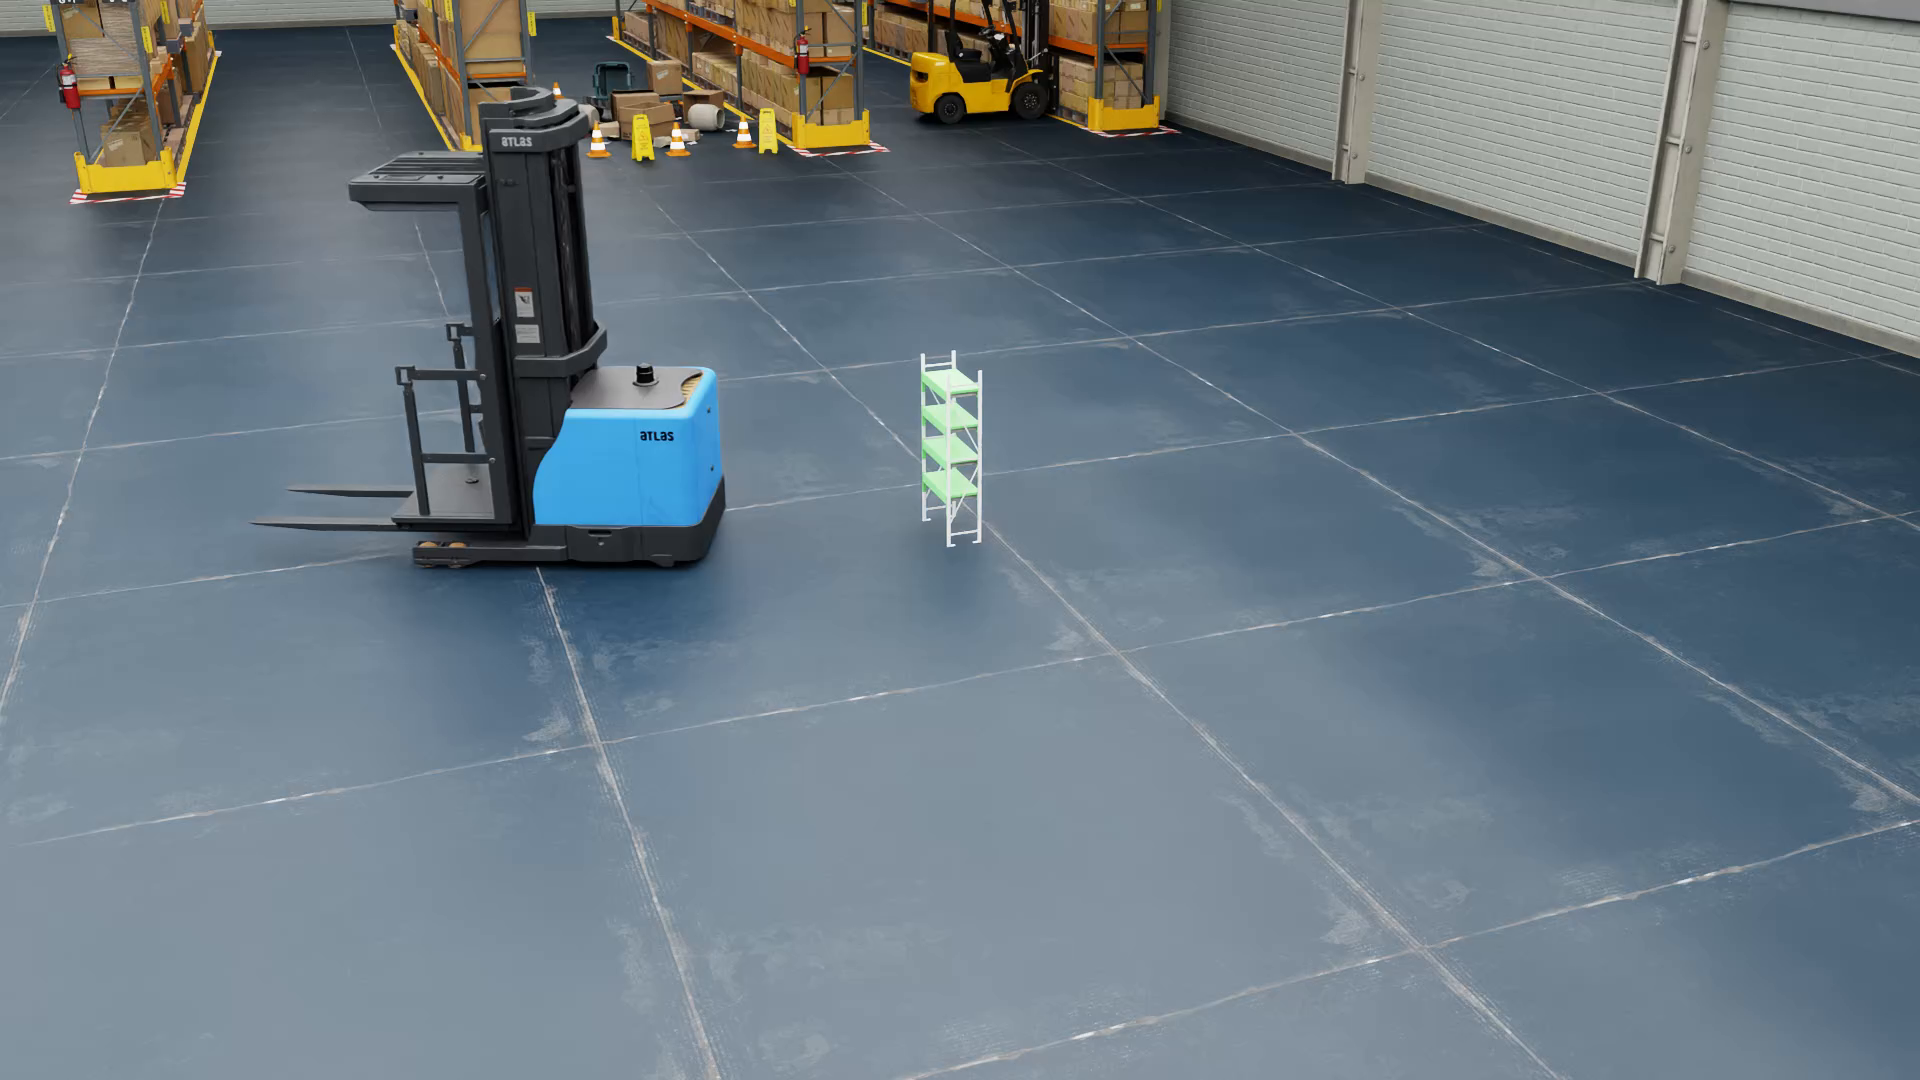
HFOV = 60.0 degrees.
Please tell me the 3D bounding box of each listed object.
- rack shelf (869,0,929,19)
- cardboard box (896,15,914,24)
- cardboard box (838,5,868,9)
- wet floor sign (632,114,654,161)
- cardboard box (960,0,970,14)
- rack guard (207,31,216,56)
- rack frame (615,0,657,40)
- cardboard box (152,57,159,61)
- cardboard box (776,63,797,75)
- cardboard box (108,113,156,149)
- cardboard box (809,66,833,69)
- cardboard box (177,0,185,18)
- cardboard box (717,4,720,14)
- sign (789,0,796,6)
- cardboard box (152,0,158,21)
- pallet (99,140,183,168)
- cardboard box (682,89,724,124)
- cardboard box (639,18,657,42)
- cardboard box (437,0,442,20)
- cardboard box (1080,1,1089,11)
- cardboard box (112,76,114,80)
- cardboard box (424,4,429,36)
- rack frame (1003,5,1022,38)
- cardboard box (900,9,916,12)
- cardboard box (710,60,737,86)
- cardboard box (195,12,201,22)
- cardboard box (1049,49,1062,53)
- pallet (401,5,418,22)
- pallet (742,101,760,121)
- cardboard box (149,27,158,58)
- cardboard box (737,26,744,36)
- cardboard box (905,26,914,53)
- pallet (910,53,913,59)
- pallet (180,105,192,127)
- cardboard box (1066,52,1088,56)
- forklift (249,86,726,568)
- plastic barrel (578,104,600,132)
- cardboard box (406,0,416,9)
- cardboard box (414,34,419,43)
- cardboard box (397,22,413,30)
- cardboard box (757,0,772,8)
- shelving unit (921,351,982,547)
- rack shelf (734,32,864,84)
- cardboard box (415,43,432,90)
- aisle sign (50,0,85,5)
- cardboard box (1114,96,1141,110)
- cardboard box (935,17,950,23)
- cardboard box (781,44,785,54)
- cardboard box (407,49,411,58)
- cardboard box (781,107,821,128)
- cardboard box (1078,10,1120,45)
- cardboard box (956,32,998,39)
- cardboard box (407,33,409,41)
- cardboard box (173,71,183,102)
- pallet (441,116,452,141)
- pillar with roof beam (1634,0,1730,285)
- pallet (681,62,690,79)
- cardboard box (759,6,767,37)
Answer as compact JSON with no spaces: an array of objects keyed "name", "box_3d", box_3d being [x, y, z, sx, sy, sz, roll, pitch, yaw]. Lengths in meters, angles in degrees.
[{"name":"rack shelf","box_3d":[-0.856,-11.471,35.530,1.077,0.370,4.000,-8,24,-19]},{"name":"cardboard box","box_3d":[-1.165,-11.237,35.891,0.380,0.149,0.250,-7,24,-17]},{"name":"cardboard box","box_3d":[-2.582,-12.473,39.659,0.700,0.500,0.500,-7,24,-17]},{"name":"wet floor sign","box_3d":[-4.698,-5.947,24.529,0.267,0.644,0.232,-13,26,-28]},{"name":"cardboard box","box_3d":[0.322,-10.253,31.908,0.500,0.250,0.500,-8,24,-17]},{"name":"rack guard","box_3d":[-16.897,-10.797,36.224,1.175,0.500,0.348,-8,24,-19]},{"name":"rack frame","box_3d":[-7.618,-13.300,38.944,1.000,3.000,0.127,-8,24,-19]},{"name":"cardboard box","box_3d":[-11.782,-6.880,24.034,0.380,0.149,0.250,-8,24,-19]},{"name":"cardboard box","box_3d":[-2.685,-7.437,26.231,0.380,0.149,0.250,-8,24,-17]},{"name":"cardboard box","box_3d":[-11.888,-5.840,23.922,0.500,0.500,0.500,-6,24,-14]},{"name":"cardboard box","box_3d":[-2.359,-7.471,27.147,0.500,0.500,0.500,-8,24,-18]},{"name":"cardboard box","box_3d":[-13.980,-9.294,29.309,0.500,0.500,0.500,-8,24,-17]},{"name":"cardboard box","box_3d":[-4.113,-9.446,29.582,0.380,0.149,0.250,-8,24,-19]},{"name":"sign","box_3d":[-2.492,-8.097,24.701,0.100,0.325,0.005,-8,24,-19]},{"name":"cardboard box","box_3d":[-11.879,-7.735,23.941,0.500,0.500,0.500,-8,24,-19]},{"name":"pallet","box_3d":[-11.944,-5.612,24.293,1.003,0.211,1.213,-8,24,-19]},{"name":"cardboard box","box_3d":[-4.273,-7.213,27.717,0.500,0.500,0.500,8,24,18]},{"name":"cardboard box","box_3d":[-6.643,-11.428,37.259,0.875,0.438,0.875,-9,25,-21]},{"name":"cardboard box","box_3d":[-7.510,-8.253,25.385,0.875,0.550,0.550,-8,24,-19]},{"name":"cardboard box","box_3d":[2.174,-8.690,27.042,0.380,0.149,0.250,-8,24,-18]},{"name":"cardboard box","box_3d":[-11.828,-6.354,22.787,0.380,0.149,0.250,-8,24,-19]},{"name":"cardboard box","box_3d":[-8.765,-8.790,28.115,0.500,0.500,0.500,-8,24,-18]},{"name":"rack frame","box_3d":[1.264,-9.622,30.218,1.000,3.000,0.127,-8,24,-19]},{"name":"cardboard box","box_3d":[-1.162,-11.775,37.169,0.380,0.149,0.250,-9,25,-21]},{"name":"cardboard box","box_3d":[-4.070,-8.626,30.696,0.950,0.372,0.625,-8,24,-17]},{"name":"cardboard box","box_3d":[-15.952,-10.279,33.971,0.875,0.875,0.875,-8,24,-19]},{"name":"cardboard box","box_3d":[1.499,-8.424,29.087,0.500,0.250,0.500,-7,24,-17]},{"name":"pallet","box_3d":[-9.738,-9.833,30.965,1.213,0.211,1.003,-8,24,-19]},{"name":"pallet","box_3d":[-3.108,-7.416,28.573,1.003,0.211,1.213,-8,24,-19]},{"name":"cardboard box","box_3d":[-12.134,-7.237,24.047,0.875,0.500,0.500,-8,24,-19]},{"name":"cardboard box","box_3d":[-3.567,-8.666,28.271,0.380,0.149,0.250,-8,24,-19]},{"name":"cardboard box","box_3d":[-0.854,-10.615,35.250,0.500,0.500,0.500,-7,24,-17]},{"name":"pallet","box_3d":[-0.378,-10.067,34.863,1.003,0.211,1.213,-8,24,-19]},{"name":"pallet","box_3d":[-13.361,-7.022,27.638,1.003,0.211,1.213,-8,24,-19]},{"name":"cardboard box","box_3d":[2.163,-8.308,28.812,0.500,0.250,0.500,-9,24,-20]},{"name":"forklift","box_3d":[-3.163,-1.370,10.728,3.031,2.935,1.130,1,23,2]},{"name":"plastic barrel","box_3d":[-6.138,-6.835,26.922,0.512,0.421,0.421,8,24,18]},{"name":"cardboard box","box_3d":[-9.991,-9.871,30.591,0.380,0.149,0.250,-8,24,-18]},{"name":"cardboard box","box_3d":[-10.062,-9.459,31.543,0.500,0.250,0.500,-8,24,-18]},{"name":"cardboard box","box_3d":[-12.166,-11.308,36.582,0.380,0.149,0.250,-8,24,-19]},{"name":"cardboard box","box_3d":[-2.798,-8.642,26.093,0.700,0.500,0.500,-9,24,-20]},{"name":"shelving unit","box_3d":[-0.058,-0.613,11.160,0.258,1.200,0.503,-8,24,-19]},{"name":"rack shelf","box_3d":[-2.672,-7.882,27.014,1.077,0.370,4.000,-8,24,-19]},{"name":"cardboard box","box_3d":[-9.256,-8.601,30.150,1.050,0.750,0.750,-9,24,-20]},{"name":"aisle sign","box_3d":[-11.495,-7.261,21.268,0.394,0.787,0.004,-8,24,-19]},{"name":"cardboard box","box_3d":[2.686,-7.301,27.709,0.500,0.250,0.500,-8,24,-19]},{"name":"cardboard box","box_3d":[-0.420,-11.028,35.395,0.380,0.149,0.250,-9,24,-20]},{"name":"cardboard box","box_3d":[-2.561,-7.650,25.862,0.380,0.149,0.250,-9,24,-20]},{"name":"cardboard box","box_3d":[-11.257,-10.106,34.496,0.380,0.149,0.250,-8,24,-18]},{"name":"cardboard box","box_3d":[-2.511,-6.678,26.233,0.500,0.250,0.500,-8,24,-19]},{"name":"cardboard box","box_3d":[2.257,-8.358,27.089,0.500,0.500,0.500,-9,24,-20]},{"name":"cardboard box","box_3d":[0.297,-9.710,32.943,0.875,0.625,0.625,-8,24,-17]},{"name":"cardboard box","box_3d":[-11.296,-10.466,34.583,0.380,0.149,0.250,-8,24,-18]},{"name":"cardboard box","box_3d":[-13.599,-7.644,28.176,0.700,0.500,0.500,-10,25,-23]},{"name":"pallet","box_3d":[-7.778,-6.652,26.761,1.003,0.211,1.213,-8,24,-19]},{"name":"pillar with roof beam","box_3d":[3.486,-6.359,14.751,9.100,9.000,0.400,-8,24,-19]},{"name":"pallet","box_3d":[-5.000,-9.405,33.293,1.003,0.211,1.213,-8,24,-19]},{"name":"cardboard box","box_3d":[-2.922,-8.381,26.760,0.500,0.500,0.500,-8,24,-18]}]
